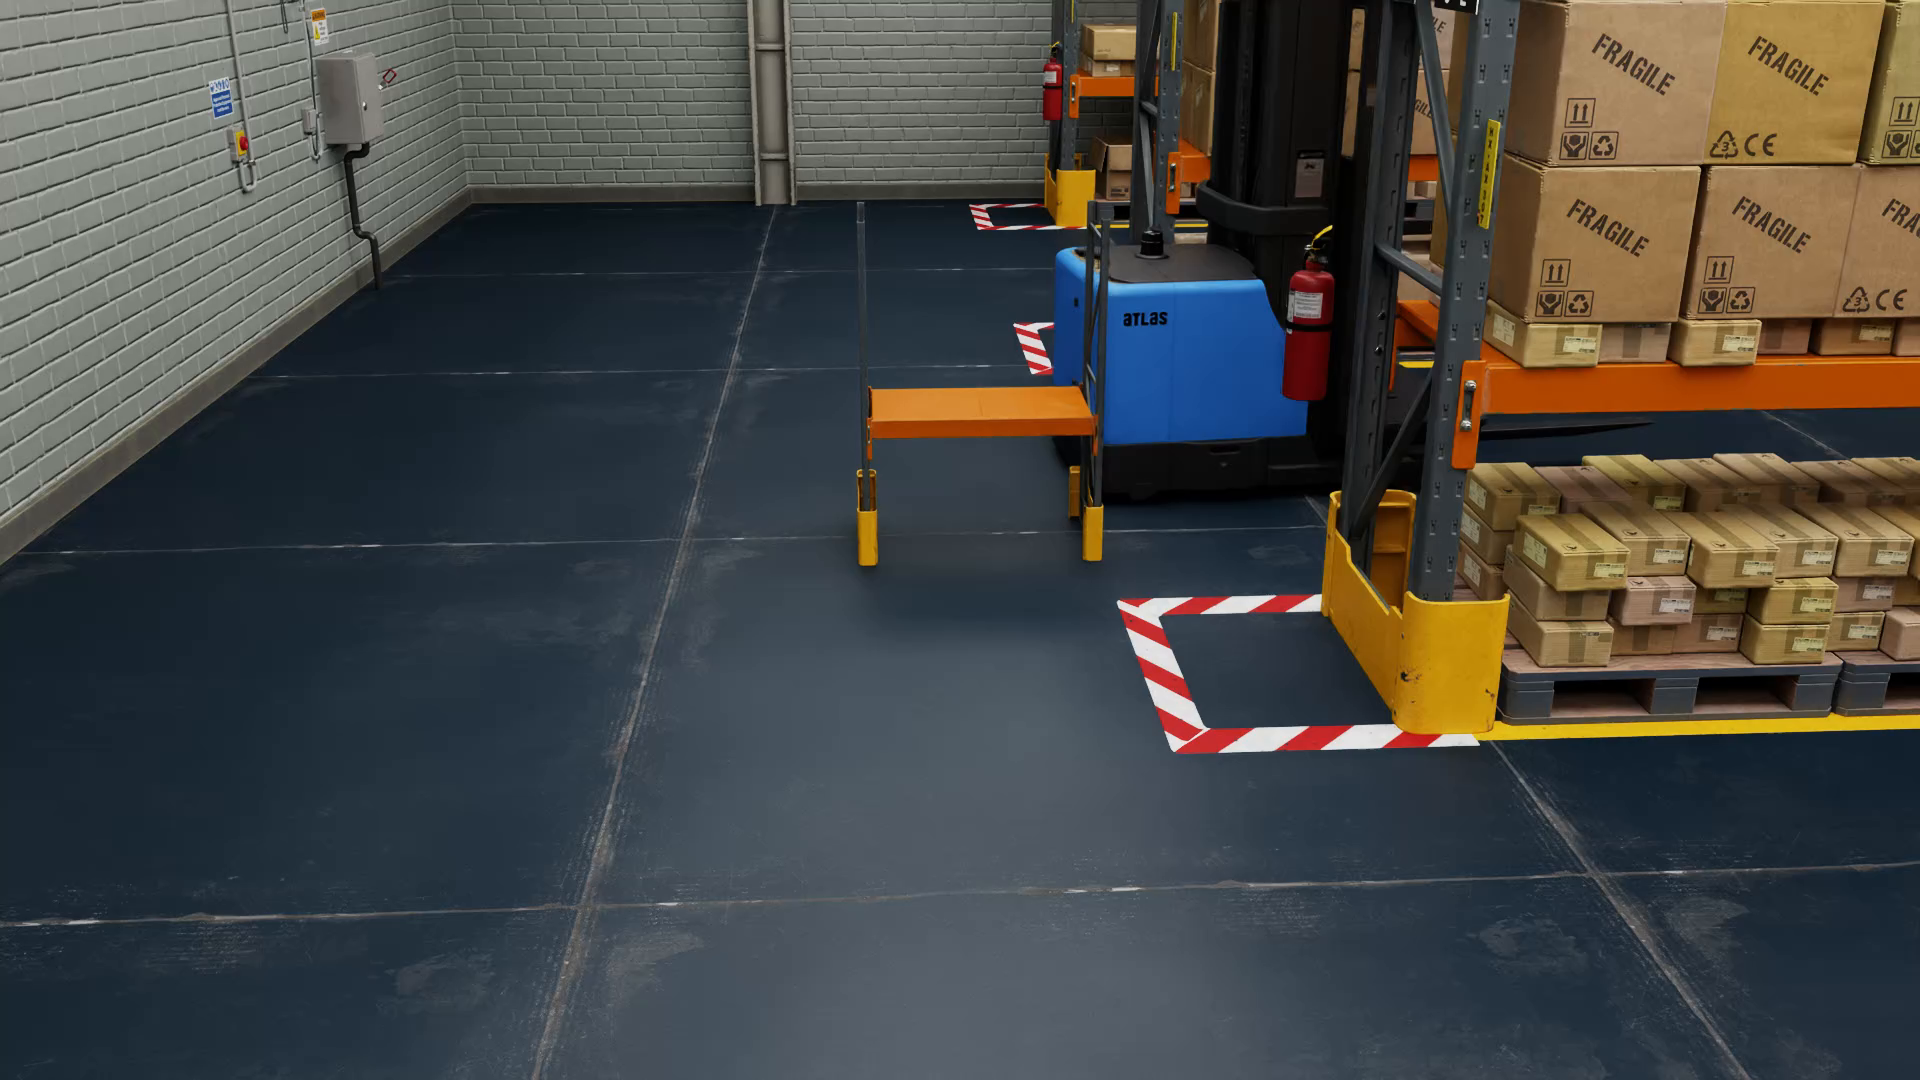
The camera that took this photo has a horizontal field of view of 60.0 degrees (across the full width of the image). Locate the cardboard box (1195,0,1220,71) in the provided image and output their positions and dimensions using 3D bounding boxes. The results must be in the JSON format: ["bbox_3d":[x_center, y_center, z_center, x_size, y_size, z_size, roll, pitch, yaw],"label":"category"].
[{"bbox_3d":[1.725,-3.106,10.018,0.500,0.500,0.500,-2,21,-4],"label":"cardboard box"}]

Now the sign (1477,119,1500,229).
[{"bbox_3d":[1.644,-1.139,5.180,0.005,0.325,0.100,-1,21,-3],"label":"sign"}]

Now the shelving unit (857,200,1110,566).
[{"bbox_3d":[0.076,-0.702,7.358,1.083,1.500,0.587,-1,21,-3],"label":"shelving unit"}]

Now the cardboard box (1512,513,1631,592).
[{"bbox_3d":[2.156,0.041,5.878,0.250,0.149,0.380,-2,21,-6],"label":"cardboard box"}]

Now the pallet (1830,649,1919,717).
[{"bbox_3d":[3.717,0.347,6.413,1.213,0.211,1.003,-1,21,-3],"label":"pallet"}]

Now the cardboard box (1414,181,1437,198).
[{"bbox_3d":[4.397,-3.276,15.427,0.250,0.149,0.380,-2,21,-5],"label":"cardboard box"}]

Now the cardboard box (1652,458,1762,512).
[{"bbox_3d":[2.895,-0.188,6.479,0.250,0.149,0.380,-2,21,-5],"label":"cardboard box"}]

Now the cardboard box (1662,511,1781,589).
[{"bbox_3d":[2.683,0.033,5.899,0.250,0.149,0.380,-1,21,-3],"label":"cardboard box"}]

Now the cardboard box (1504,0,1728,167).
[{"bbox_3d":[2.076,-1.495,5.368,0.500,0.500,0.500,-1,21,-3],"label":"cardboard box"}]

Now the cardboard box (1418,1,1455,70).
[{"bbox_3d":[2.754,-3.132,10.087,0.500,0.500,0.500,-1,21,-3],"label":"cardboard box"}]

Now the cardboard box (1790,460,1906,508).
[{"bbox_3d":[3.429,-0.179,6.456,0.250,0.149,0.380,-2,21,-5],"label":"cardboard box"}]

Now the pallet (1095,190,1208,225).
[{"bbox_3d":[1.814,-3.161,15.628,1.213,0.211,1.003,-1,21,-3],"label":"pallet"}]

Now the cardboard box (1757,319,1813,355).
[{"bbox_3d":[2.730,-0.760,5.755,0.250,0.149,0.380,0,21,-1],"label":"cardboard box"}]

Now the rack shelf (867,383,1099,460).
[{"bbox_3d":[0.085,-0.535,7.423,1.000,0.185,0.538,-1,21,-3],"label":"rack shelf"}]

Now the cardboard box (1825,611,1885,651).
[{"bbox_3d":[3.169,0.265,6.126,0.250,0.149,0.380,-1,21,-3],"label":"cardboard box"}]

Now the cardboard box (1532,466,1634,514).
[{"bbox_3d":[2.381,-0.155,6.392,0.250,0.149,0.380,-1,21,-2],"label":"cardboard box"}]

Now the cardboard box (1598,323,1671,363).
[{"bbox_3d":[2.207,-0.720,5.649,0.250,0.149,0.380,0,21,-1],"label":"cardboard box"}]

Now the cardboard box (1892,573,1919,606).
[{"bbox_3d":[3.457,0.103,6.134,0.250,0.149,0.380,0,21,0],"label":"cardboard box"}]

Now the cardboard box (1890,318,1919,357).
[{"bbox_3d":[3.250,-0.752,5.733,0.250,0.149,0.380,-2,21,-4],"label":"cardboard box"}]

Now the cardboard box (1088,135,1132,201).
[{"bbox_3d":[1.559,-3.455,15.398,0.637,0.503,0.797,-2,21,-5],"label":"cardboard box"}]

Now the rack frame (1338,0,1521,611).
[{"bbox_3d":[1.613,-0.927,5.840,0.127,3.000,1.000,-1,21,-3],"label":"rack frame"}]

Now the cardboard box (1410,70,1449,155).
[{"bbox_3d":[2.737,-2.662,10.257,0.500,0.500,0.500,-1,21,-3],"label":"cardboard box"}]

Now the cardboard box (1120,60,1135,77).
[{"bbox_3d":[1.538,-4.260,14.948,0.250,0.149,0.380,-1,21,-2],"label":"cardboard box"}]

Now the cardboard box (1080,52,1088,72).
[{"bbox_3d":[1.258,-4.431,15.397,0.250,0.149,0.380,-1,21,-4],"label":"cardboard box"}]

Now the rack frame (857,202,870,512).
[{"bbox_3d":[-0.422,-0.692,7.332,0.032,1.500,0.500,-1,21,-3],"label":"rack frame"}]

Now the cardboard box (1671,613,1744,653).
[{"bbox_3d":[2.659,0.270,6.112,0.250,0.149,0.380,-1,21,-2],"label":"cardboard box"}]

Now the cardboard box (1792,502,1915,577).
[{"bbox_3d":[3.203,-0.004,5.995,0.250,0.149,0.380,0,21,-1],"label":"cardboard box"}]

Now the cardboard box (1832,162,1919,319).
[{"bbox_3d":[3.100,-1.049,5.603,0.500,0.500,0.500,-1,21,-2],"label":"cardboard box"}]

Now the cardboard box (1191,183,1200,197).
[{"bbox_3d":[2.414,-3.457,15.408,0.500,0.500,0.700,0,21,-1],"label":"cardboard box"}]

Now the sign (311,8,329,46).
[{"bbox_3d":[-4.576,-3.672,11.889,0.001,0.242,0.339,-1,21,-3],"label":"sign"}]

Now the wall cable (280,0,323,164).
[{"bbox_3d":[-4.491,-3.539,11.273,0.122,1.984,0.588,-1,21,-3],"label":"wall cable"}]

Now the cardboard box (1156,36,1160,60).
[{"bbox_3d":[1.914,-4.439,14.858,0.500,0.250,0.500,-1,21,-2],"label":"cardboard box"}]

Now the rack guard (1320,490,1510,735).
[{"bbox_3d":[1.689,0.240,6.289,0.348,0.500,1.175,-1,21,-3],"label":"rack guard"}]

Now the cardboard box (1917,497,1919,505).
[{"bbox_3d":[3.714,-0.032,6.069,0.250,0.149,0.380,-1,21,-3],"label":"cardboard box"}]

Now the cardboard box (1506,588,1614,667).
[{"bbox_3d":[2.154,0.312,6.002,0.250,0.149,0.380,-1,21,-2],"label":"cardboard box"}]

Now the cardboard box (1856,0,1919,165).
[{"bbox_3d":[3.100,-1.510,5.408,0.500,0.500,0.500,-2,21,-4],"label":"cardboard box"}]

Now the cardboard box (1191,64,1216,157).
[{"bbox_3d":[1.725,-2.638,10.194,0.500,0.500,0.500,-1,21,-3],"label":"cardboard box"}]

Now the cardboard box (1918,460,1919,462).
[{"bbox_3d":[3.938,-0.185,6.472,0.250,0.149,0.380,-2,21,-5],"label":"cardboard box"}]

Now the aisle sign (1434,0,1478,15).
[{"bbox_3d":[1.557,-2.034,5.094,0.004,0.787,0.394,-1,21,-3],"label":"aisle sign"}]

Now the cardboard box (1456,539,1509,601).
[{"bbox_3d":[2.127,0.124,6.496,0.250,0.149,0.380,-1,21,-2],"label":"cardboard box"}]

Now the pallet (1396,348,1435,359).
[{"bbox_3d":[3.238,-1.448,11.128,1.213,0.211,1.003,-1,21,-3],"label":"pallet"}]

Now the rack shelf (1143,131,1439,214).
[{"bbox_3d":[3.226,-2.388,10.688,4.000,0.370,1.077,-1,21,-3],"label":"rack shelf"}]

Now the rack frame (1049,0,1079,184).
[{"bbox_3d":[0.942,-4.447,15.085,0.127,3.000,1.000,-1,21,-3],"label":"rack frame"}]

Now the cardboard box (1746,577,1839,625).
[{"bbox_3d":[2.929,0.162,5.978,0.250,0.149,0.380,-1,21,-1],"label":"cardboard box"}]

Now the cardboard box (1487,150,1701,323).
[{"bbox_3d":[2.077,-1.024,5.536,0.500,0.500,0.500,0,21,0],"label":"cardboard box"}]

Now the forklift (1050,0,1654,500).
[{"bbox_3d":[2.043,-1.796,8.219,3.031,2.935,1.130,-3,21,-9],"label":"forklift"}]

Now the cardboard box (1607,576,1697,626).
[{"bbox_3d":[2.427,0.165,5.970,0.250,0.149,0.380,-1,21,-3],"label":"cardboard box"}]

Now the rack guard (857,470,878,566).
[{"bbox_3d":[-0.421,-0.108,7.554,0.087,0.250,0.587,-1,21,-3],"label":"rack guard"}]

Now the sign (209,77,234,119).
[{"bbox_3d":[-4.457,-2.669,10.035,0.001,0.218,0.327,-1,21,-3],"label":"sign"}]

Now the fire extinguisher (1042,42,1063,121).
[{"bbox_3d":[0.822,-4.069,14.726,0.183,0.674,0.296,-1,21,-3],"label":"fire extinguisher"}]

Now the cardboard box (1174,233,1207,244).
[{"bbox_3d":[1.883,-1.731,10.963,0.875,0.438,0.875,-2,21,-5],"label":"cardboard box"}]
